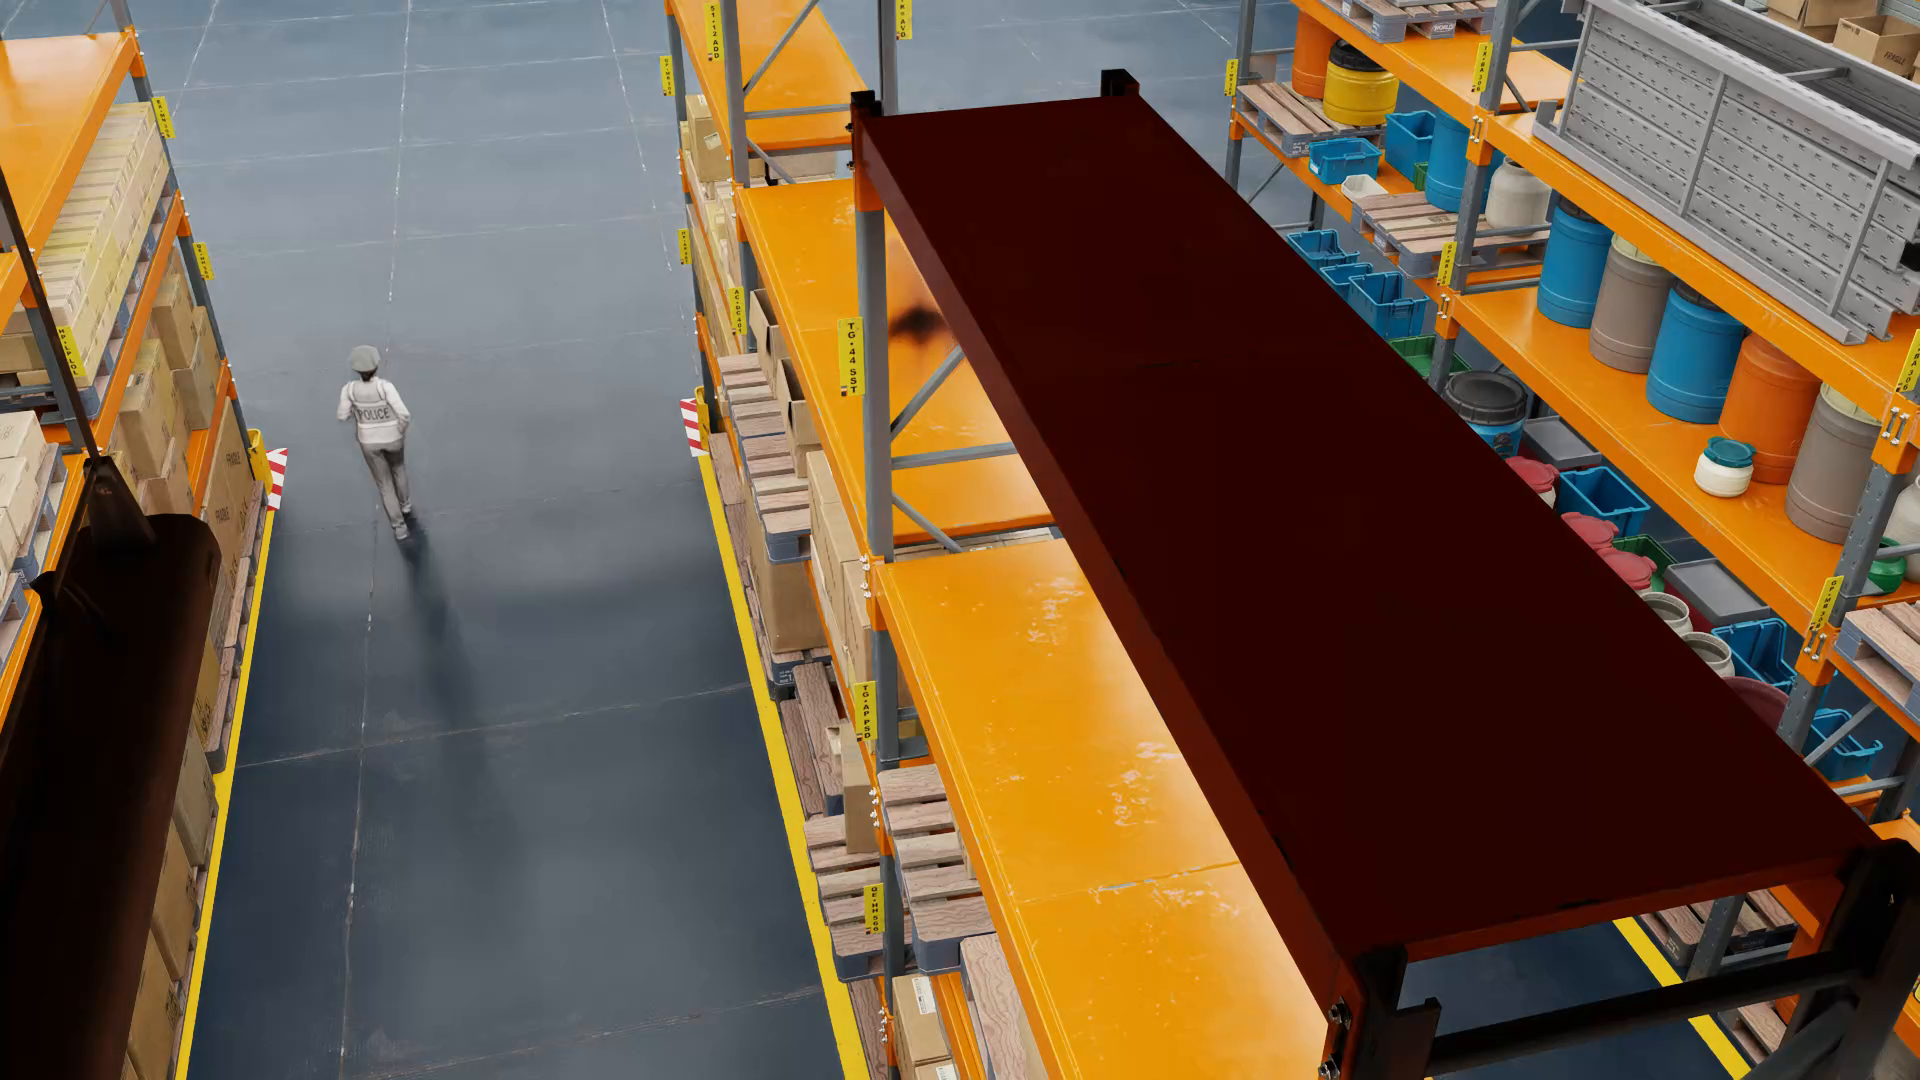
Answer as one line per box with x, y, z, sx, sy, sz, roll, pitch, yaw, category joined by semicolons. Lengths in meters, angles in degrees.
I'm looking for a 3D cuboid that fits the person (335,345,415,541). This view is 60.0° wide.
-4.789;-0.767;13.734;0.584;1.754;0.776;-11;36;-16;person
